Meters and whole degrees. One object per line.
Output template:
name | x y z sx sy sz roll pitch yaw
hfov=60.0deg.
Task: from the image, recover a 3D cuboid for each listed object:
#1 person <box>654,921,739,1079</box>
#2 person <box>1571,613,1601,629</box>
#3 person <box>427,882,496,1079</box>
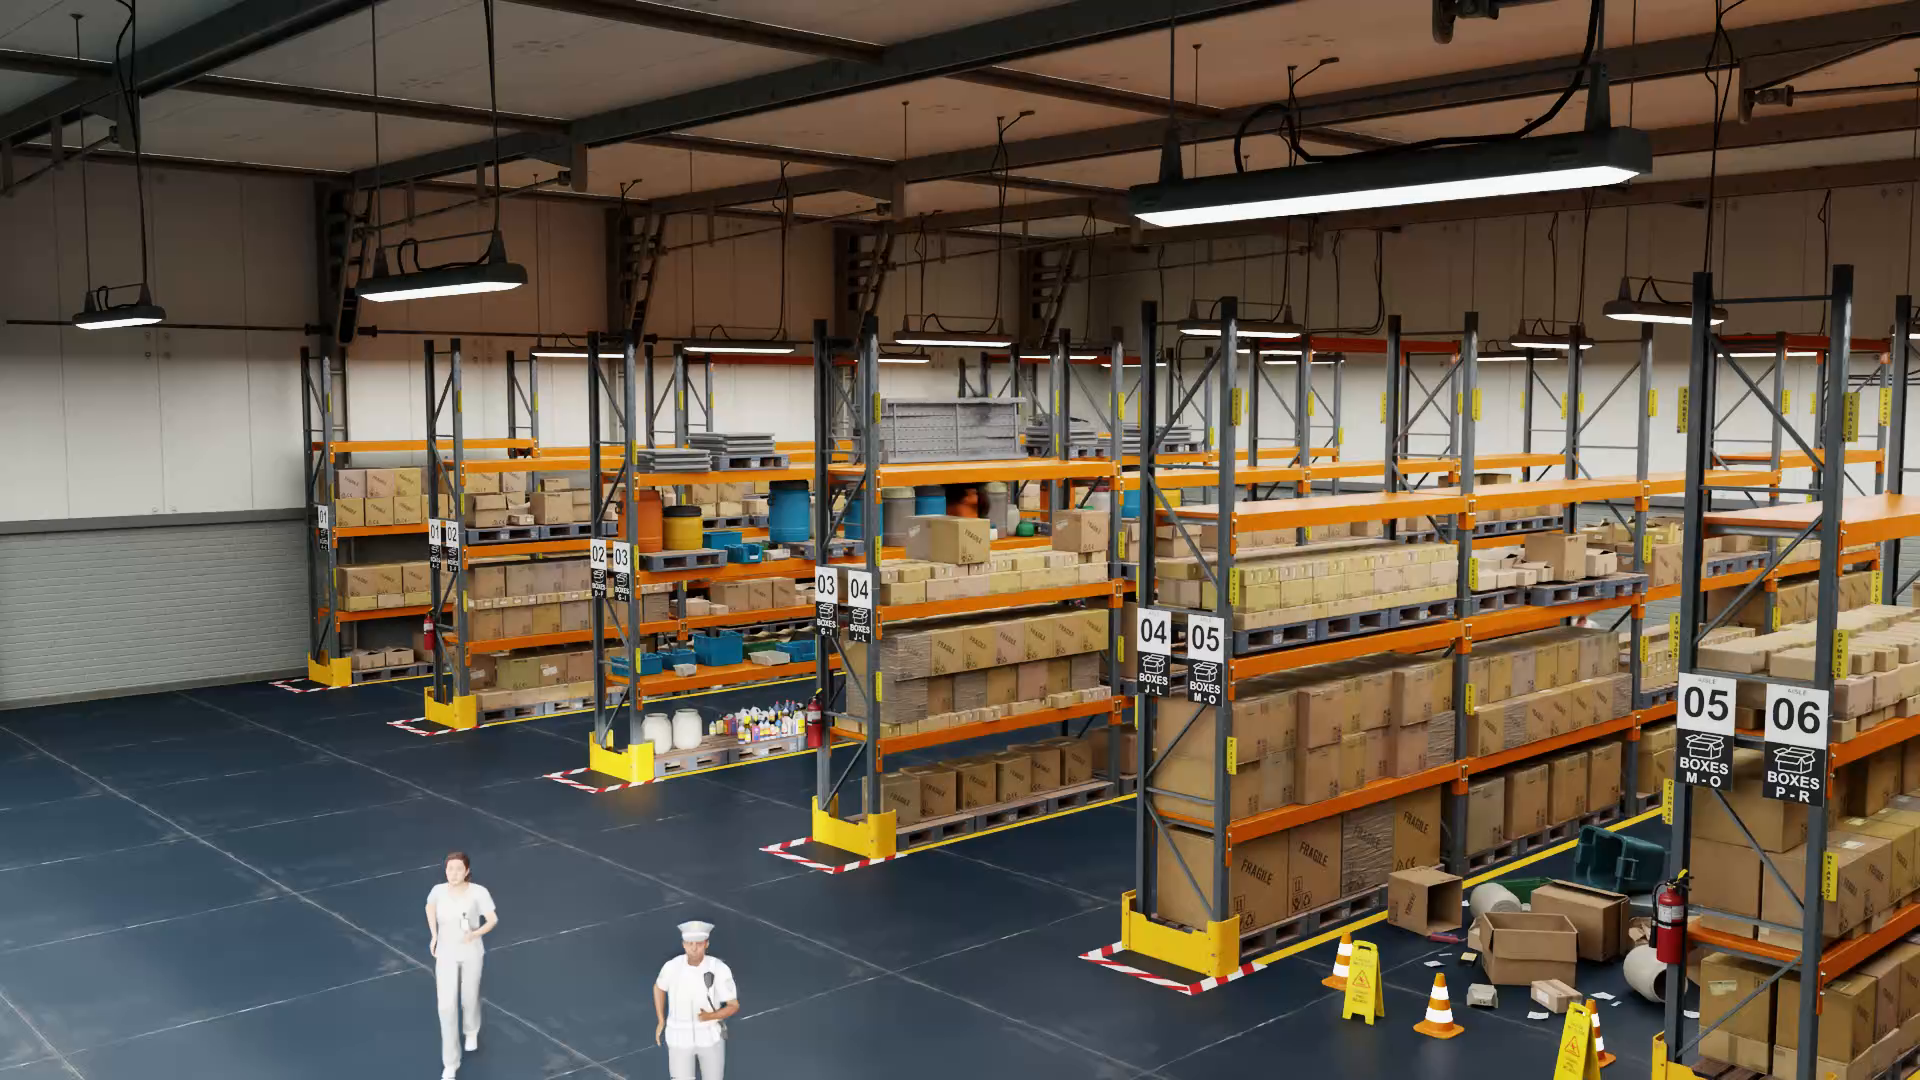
person | -1.749 3.331 11.024 0.575 1.684 0.921 -1 5 -6
person | 10.152 1.932 27.086 0.894 1.733 0.665 -5 7 -43
person | -3.812 3.334 12.754 0.523 1.454 0.839 -1 5 -10
